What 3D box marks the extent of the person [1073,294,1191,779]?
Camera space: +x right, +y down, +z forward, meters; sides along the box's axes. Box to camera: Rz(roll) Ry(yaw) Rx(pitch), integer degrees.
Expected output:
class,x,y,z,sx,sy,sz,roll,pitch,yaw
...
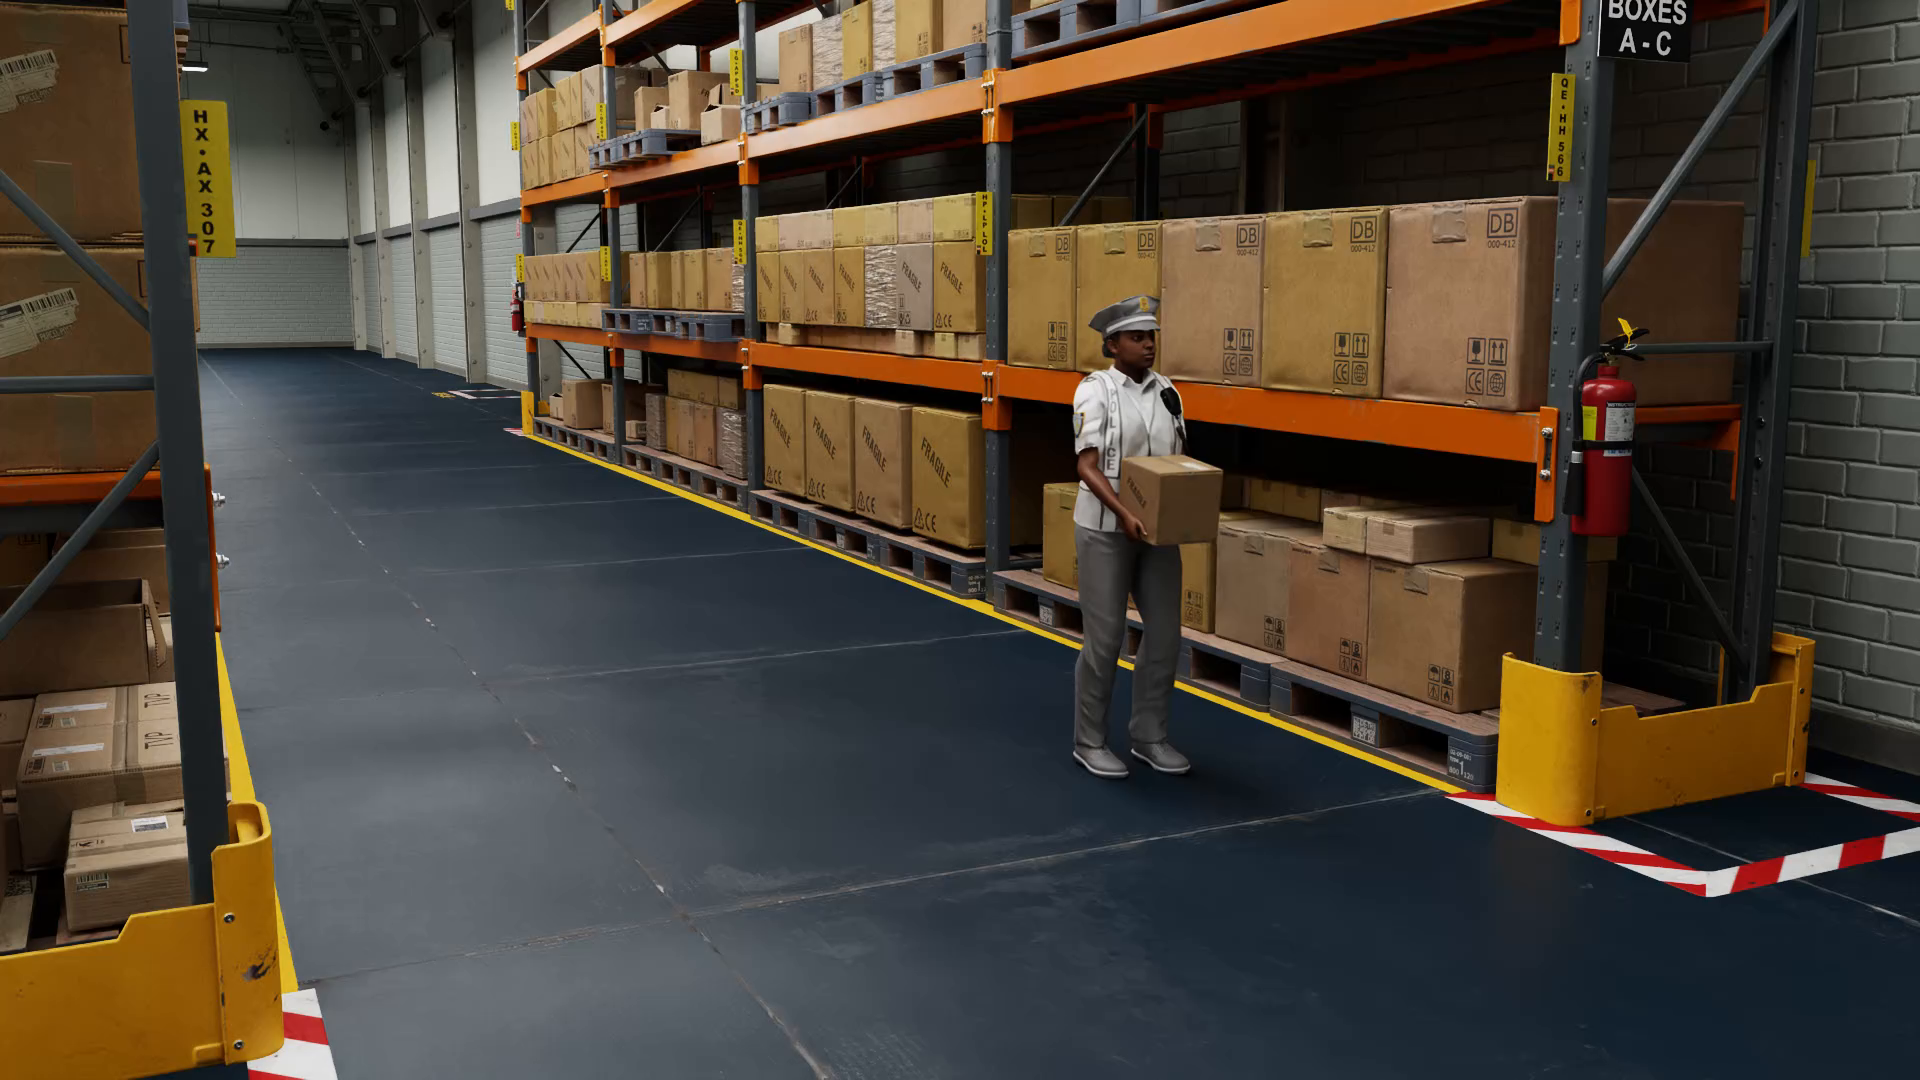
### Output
class,x,y,z,sx,sy,sz,roll,pitch,yaw
person,0.632,-0.010,5.842,0.451,1.690,0.518,-4,10,-25
